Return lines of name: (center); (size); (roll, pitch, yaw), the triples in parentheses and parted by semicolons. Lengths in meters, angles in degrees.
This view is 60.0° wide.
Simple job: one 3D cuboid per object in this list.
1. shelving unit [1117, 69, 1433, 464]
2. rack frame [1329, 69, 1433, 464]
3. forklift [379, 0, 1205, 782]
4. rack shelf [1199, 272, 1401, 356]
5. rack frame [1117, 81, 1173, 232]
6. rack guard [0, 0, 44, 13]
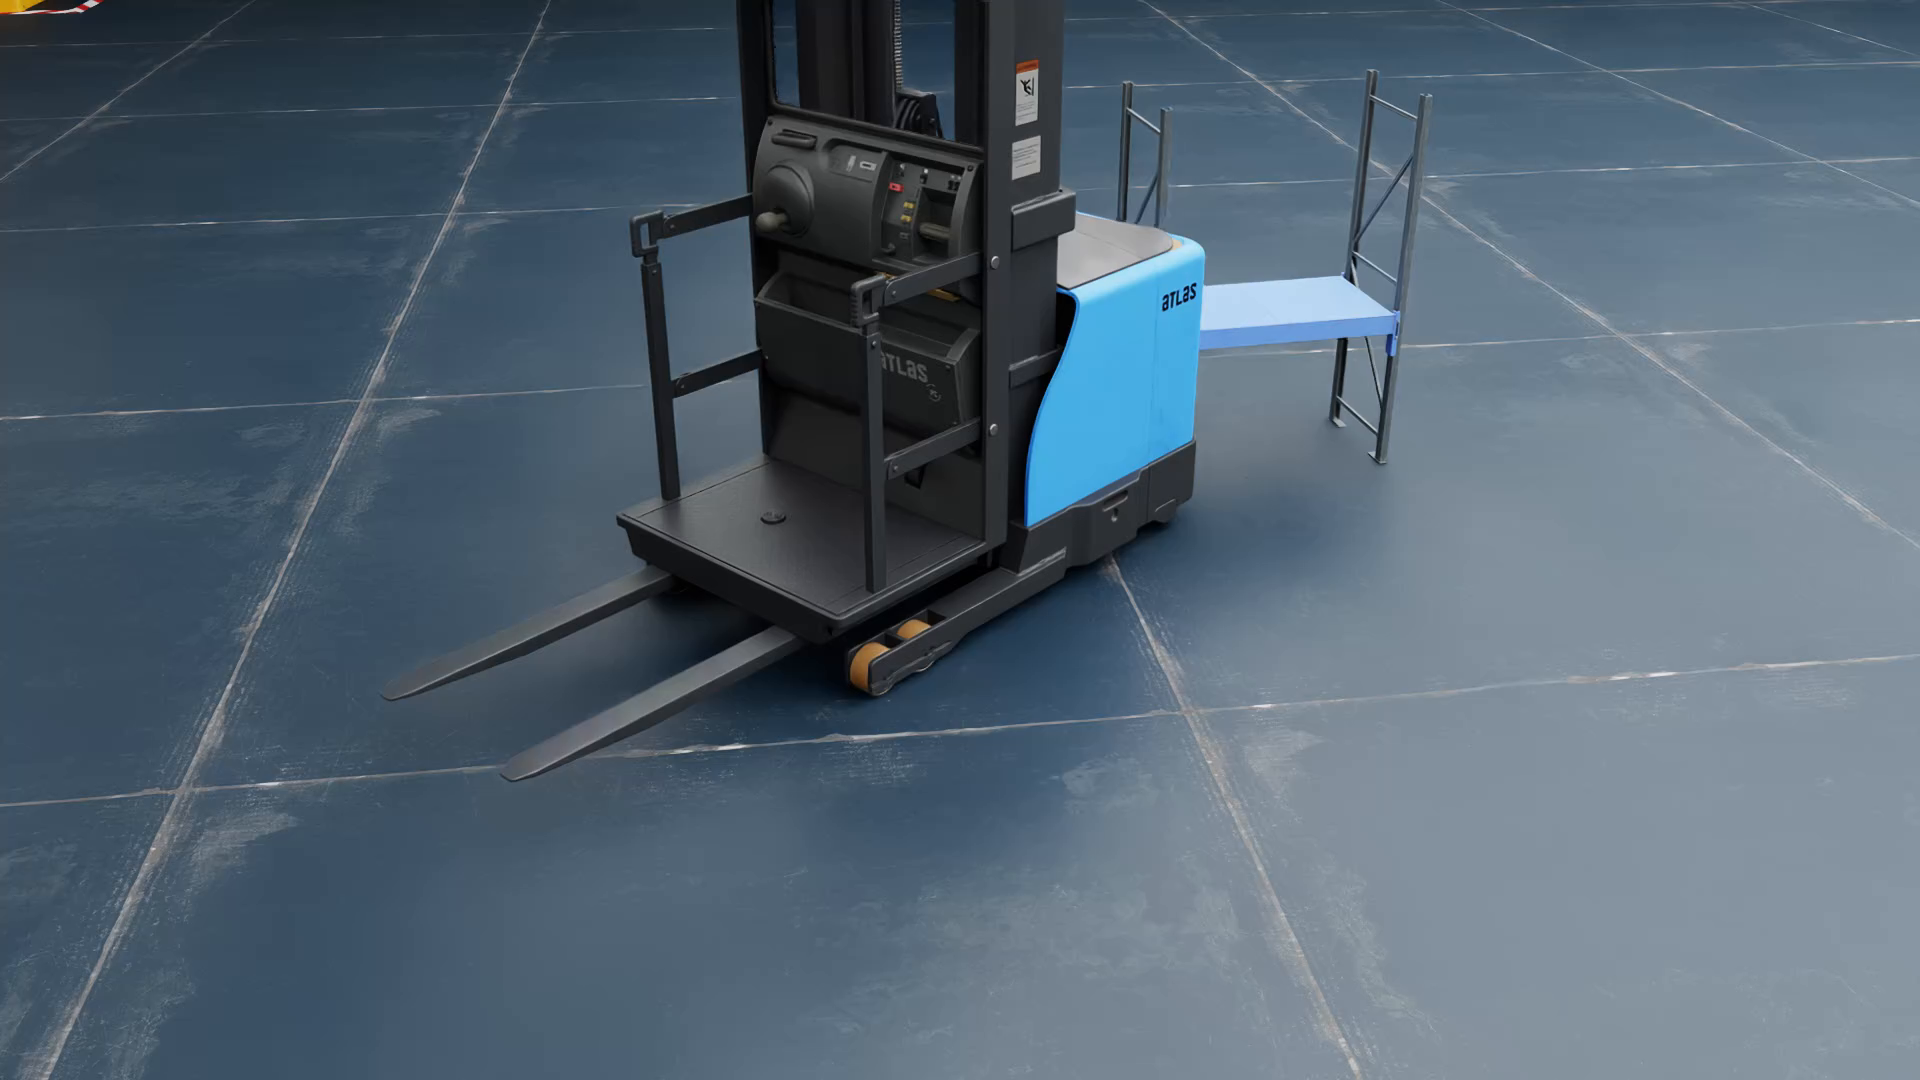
shelving unit: (1.192, -1.041, 6.636); (1.048, 1.500, 0.538); (-6, 28, -11)
rack frame: (1.688, -1.092, 6.736); (0.032, 1.500, 0.500); (-6, 28, -11)
forklift: (-0.454, -1.071, 5.126); (1.130, 2.935, 3.031); (22, 35, 36)
rack shelf: (1.192, -0.881, 6.718); (1.000, 0.185, 0.538); (-6, 28, -11)
rack frame: (0.697, -0.990, 6.536); (0.032, 1.500, 0.500); (-6, 28, -11)
rack guard: (-9.502, -5.673, 16.759); (0.348, 0.500, 1.175); (-4, 27, -7)
